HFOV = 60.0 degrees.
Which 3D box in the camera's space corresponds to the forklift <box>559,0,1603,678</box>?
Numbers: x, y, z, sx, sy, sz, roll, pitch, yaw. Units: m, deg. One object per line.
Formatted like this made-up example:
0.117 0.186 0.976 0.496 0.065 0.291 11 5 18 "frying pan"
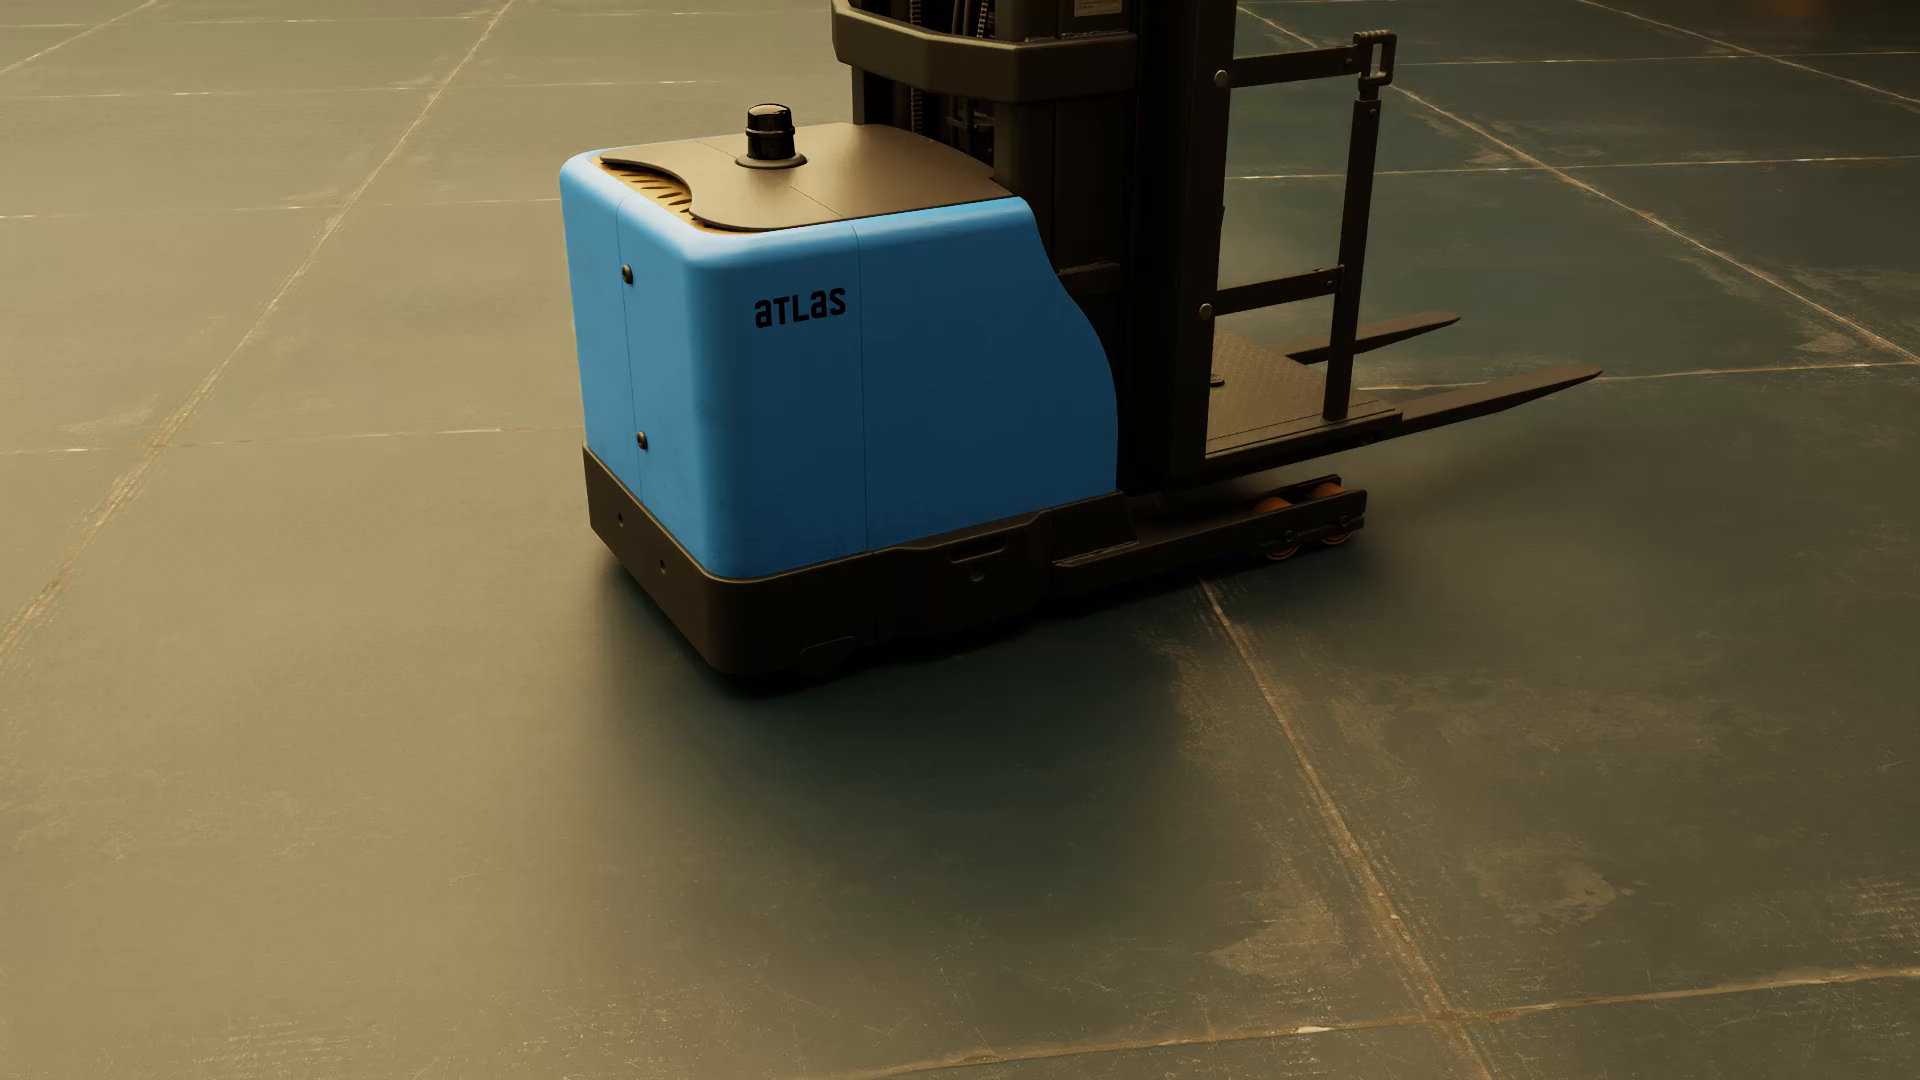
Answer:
0.529 -1.451 4.240 3.031 2.935 1.130 -14 29 -26 "forklift"
